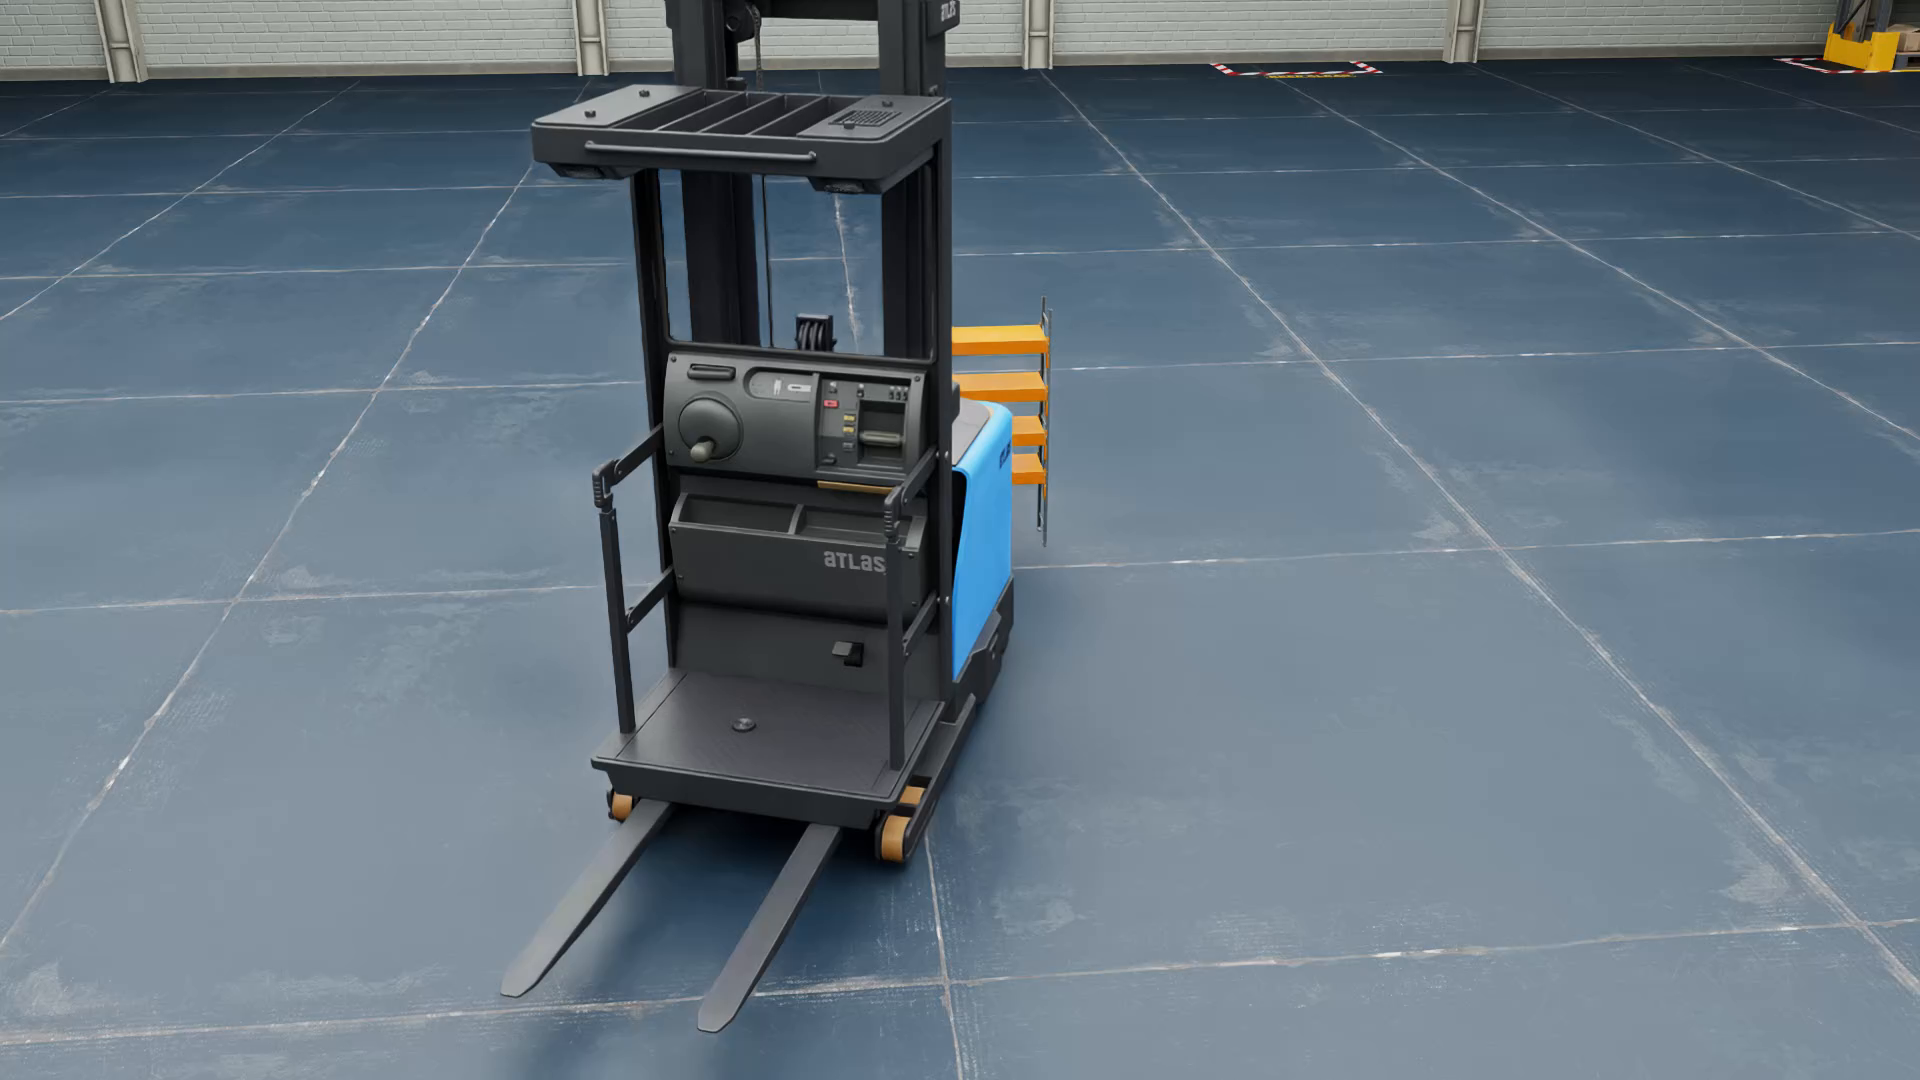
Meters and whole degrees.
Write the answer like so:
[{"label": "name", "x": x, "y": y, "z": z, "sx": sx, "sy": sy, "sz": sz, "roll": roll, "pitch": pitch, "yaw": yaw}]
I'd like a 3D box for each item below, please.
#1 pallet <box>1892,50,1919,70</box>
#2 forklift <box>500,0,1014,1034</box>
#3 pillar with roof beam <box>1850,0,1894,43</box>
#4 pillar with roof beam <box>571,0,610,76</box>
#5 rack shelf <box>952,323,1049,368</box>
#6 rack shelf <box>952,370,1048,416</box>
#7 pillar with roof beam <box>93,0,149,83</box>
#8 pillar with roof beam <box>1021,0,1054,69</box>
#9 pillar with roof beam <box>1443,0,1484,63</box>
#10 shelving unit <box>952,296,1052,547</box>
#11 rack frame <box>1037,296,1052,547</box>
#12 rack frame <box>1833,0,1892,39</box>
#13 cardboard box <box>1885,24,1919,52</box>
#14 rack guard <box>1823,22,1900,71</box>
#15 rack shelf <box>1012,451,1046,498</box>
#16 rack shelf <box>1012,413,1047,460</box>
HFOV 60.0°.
[{"label": "pallet", "x": 13.276, "y": -6.720, "z": 23.109, "sx": 1.213, "sy": 0.211, "sz": 1.003, "roll": -2, "pitch": 24, "yaw": -5}, {"label": "forklift", "x": -0.627, "y": -0.396, "z": 5.532, "sx": 1.130, "sy": 2.935, "sz": 3.031, "roll": 6, "pitch": 25, "yaw": 13}, {"label": "pillar with roof beam", "x": 13.423, "y": -9.352, "z": 18.211, "sx": 0.400, "sy": 9.000, "sz": 9.100, "roll": -2, "pitch": 24, "yaw": -5}, {"label": "pillar with roof beam", "x": -4.490, "y": -8.633, "z": 16.595, "sx": 0.400, "sy": 9.000, "sz": 9.100, "roll": -2, "pitch": 24, "yaw": -5}, {"label": "rack shelf", "x": 0.165, "y": -0.914, "z": 7.862, "sx": 0.480, "sy": 0.148, "sz": 0.258, "roll": -2, "pitch": 24, "yaw": -5}, {"label": "rack shelf", "x": 0.165, "y": -0.698, "z": 7.958, "sx": 0.480, "sy": 0.148, "sz": 0.258, "roll": -2, "pitch": 24, "yaw": -5}, {"label": "pillar with roof beam", "x": -10.461, "y": -8.394, "z": 16.056, "sx": 0.400, "sy": 9.000, "sz": 9.100, "roll": -2, "pitch": 24, "yaw": -5}, {"label": "pillar with roof beam", "x": 1.481, "y": -8.873, "z": 17.133, "sx": 0.400, "sy": 9.000, "sz": 9.100, "roll": -2, "pitch": 24, "yaw": -5}, {"label": "pillar with roof beam", "x": 7.452, "y": -9.112, "z": 17.672, "sx": 0.400, "sy": 9.000, "sz": 9.100, "roll": -2, "pitch": 24, "yaw": -5}, {"label": "shelving unit", "x": 0.165, "y": -0.555, "z": 8.021, "sx": 0.503, "sy": 1.200, "sz": 0.258, "roll": -2, "pitch": 24, "yaw": -5}, {"label": "rack frame", "x": 0.408, "y": -0.565, "z": 8.043, "sx": 0.015, "sy": 1.200, "sz": 0.240, "roll": -2, "pitch": 24, "yaw": -5}, {"label": "rack frame", "x": 12.388, "y": -7.973, "z": 22.495, "sx": 0.127, "sy": 3.000, "sz": 1.000, "roll": -2, "pitch": 24, "yaw": -5}, {"label": "cardboard box", "x": 13.086, "y": -6.937, "z": 22.932, "sx": 0.500, "sy": 0.311, "sz": 0.500, "roll": -5, "pitch": 24, "yaw": -11}, {"label": "rack guard", "x": 12.464, "y": -6.834, "z": 23.010, "sx": 0.348, "sy": 0.500, "sz": 1.175, "roll": -2, "pitch": 24, "yaw": -5}, {"label": "rack shelf", "x": 0.165, "y": -0.312, "z": 8.129, "sx": 0.480, "sy": 0.148, "sz": 0.258, "roll": -2, "pitch": 24, "yaw": -5}, {"label": "rack shelf", "x": 0.165, "y": -0.493, "z": 8.048, "sx": 0.480, "sy": 0.148, "sz": 0.258, "roll": -2, "pitch": 24, "yaw": -5}]
